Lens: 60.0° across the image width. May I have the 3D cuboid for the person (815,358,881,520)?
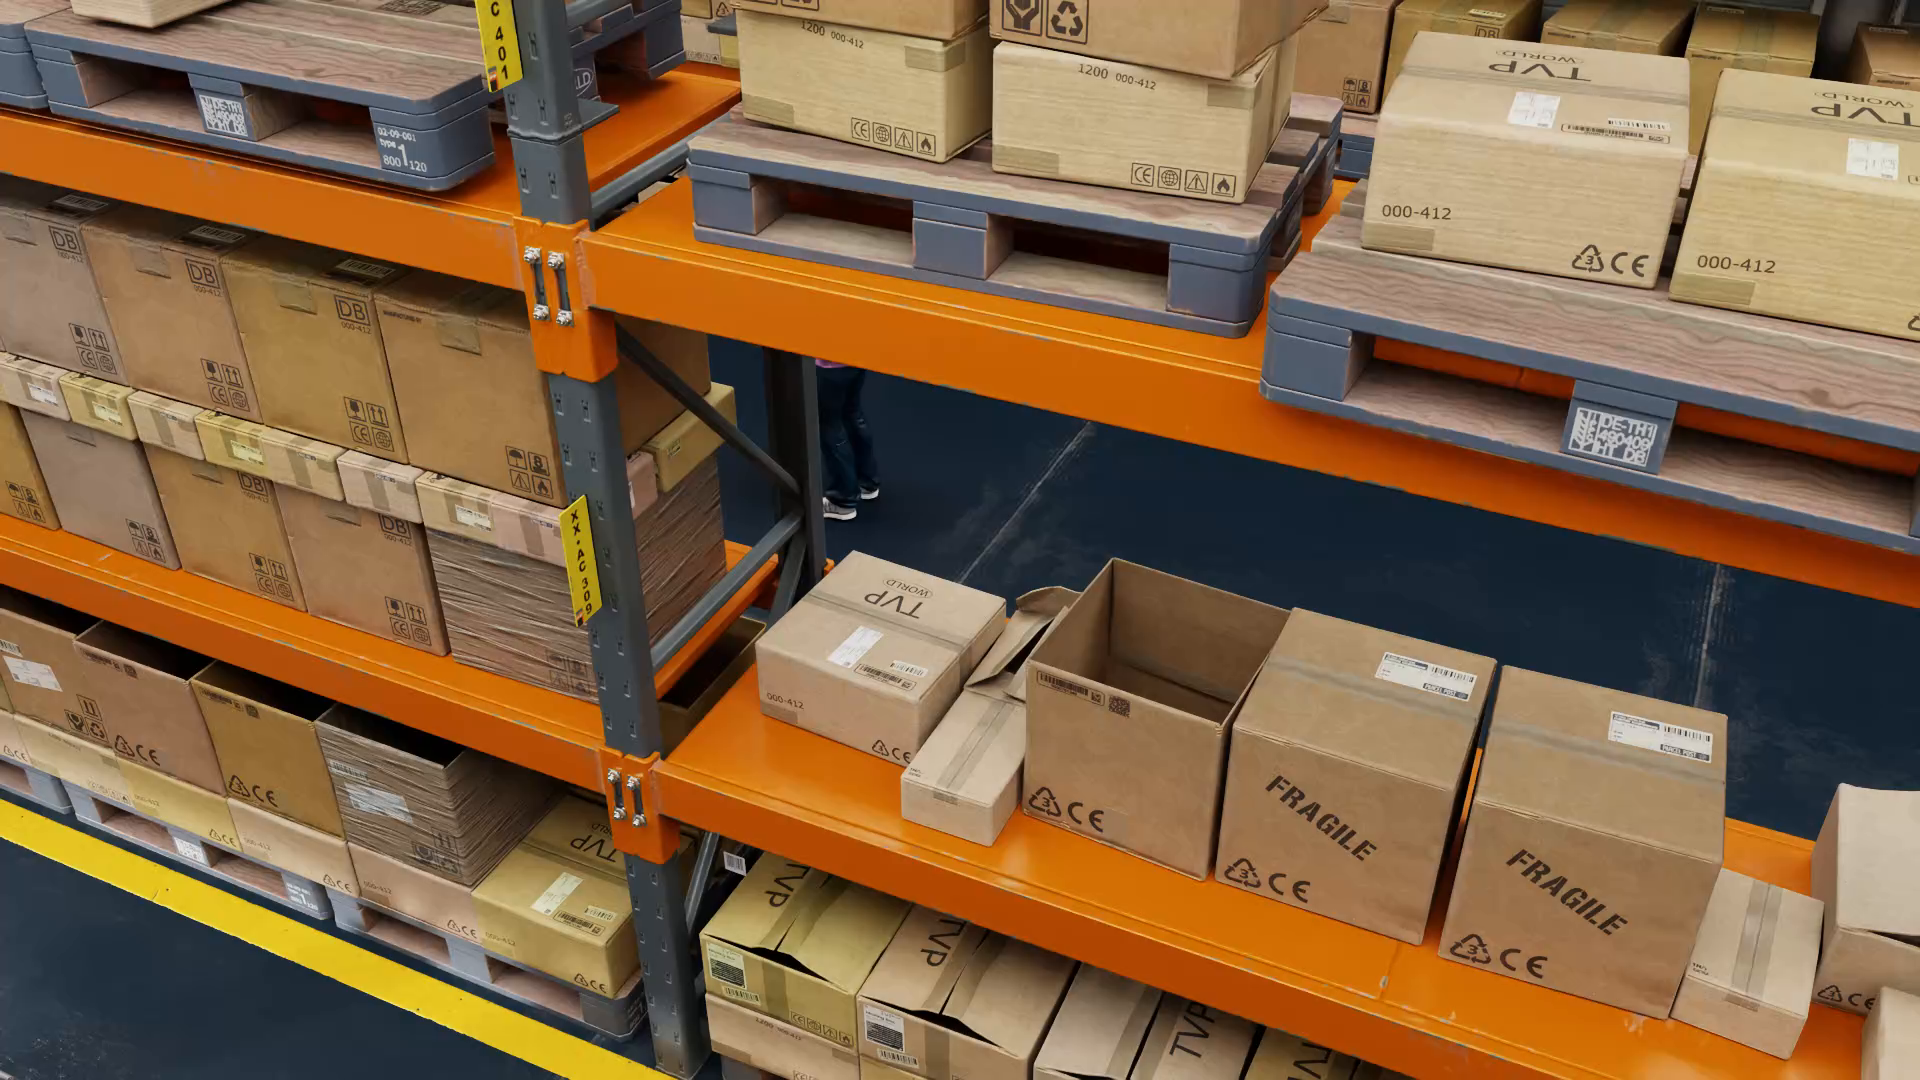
[{"bbox_3d":[-0.607,-0.839,7.392,0.491,1.588,0.407,15,37,20],"label":"person"}]
